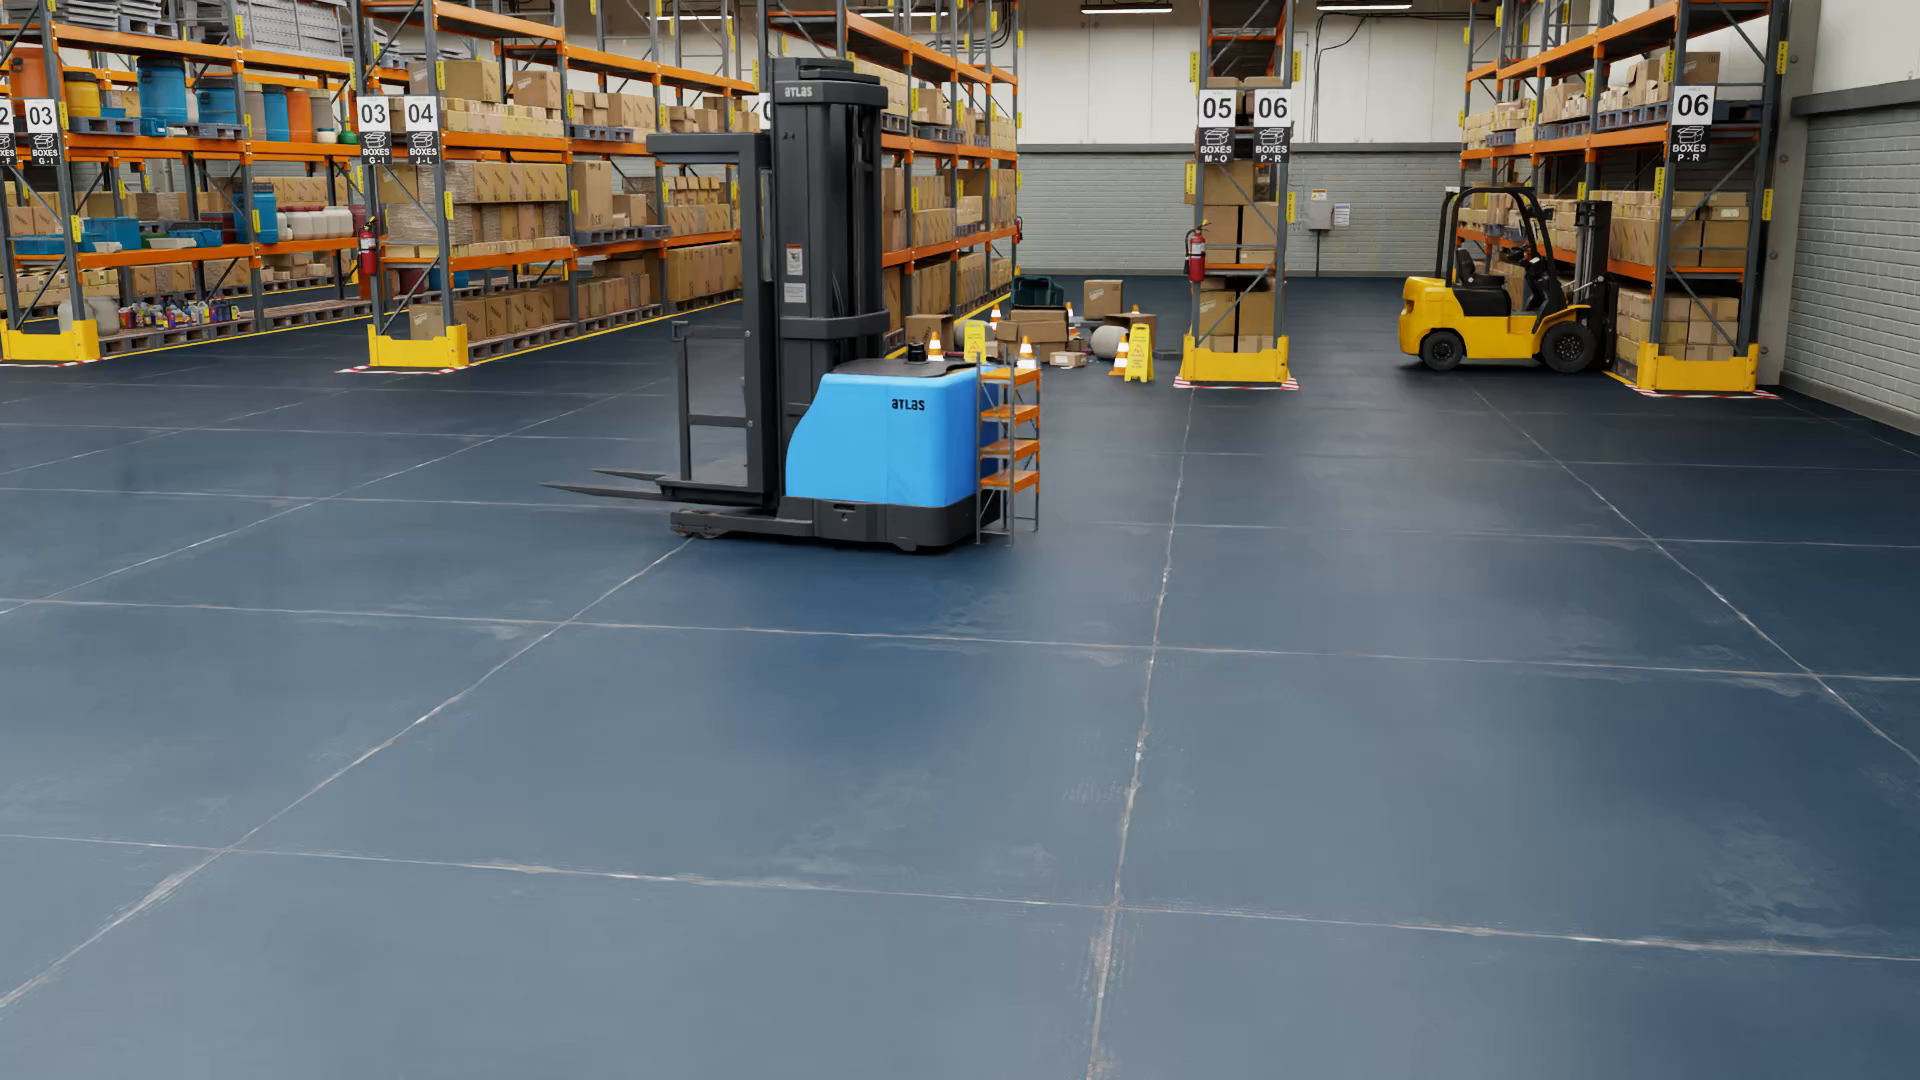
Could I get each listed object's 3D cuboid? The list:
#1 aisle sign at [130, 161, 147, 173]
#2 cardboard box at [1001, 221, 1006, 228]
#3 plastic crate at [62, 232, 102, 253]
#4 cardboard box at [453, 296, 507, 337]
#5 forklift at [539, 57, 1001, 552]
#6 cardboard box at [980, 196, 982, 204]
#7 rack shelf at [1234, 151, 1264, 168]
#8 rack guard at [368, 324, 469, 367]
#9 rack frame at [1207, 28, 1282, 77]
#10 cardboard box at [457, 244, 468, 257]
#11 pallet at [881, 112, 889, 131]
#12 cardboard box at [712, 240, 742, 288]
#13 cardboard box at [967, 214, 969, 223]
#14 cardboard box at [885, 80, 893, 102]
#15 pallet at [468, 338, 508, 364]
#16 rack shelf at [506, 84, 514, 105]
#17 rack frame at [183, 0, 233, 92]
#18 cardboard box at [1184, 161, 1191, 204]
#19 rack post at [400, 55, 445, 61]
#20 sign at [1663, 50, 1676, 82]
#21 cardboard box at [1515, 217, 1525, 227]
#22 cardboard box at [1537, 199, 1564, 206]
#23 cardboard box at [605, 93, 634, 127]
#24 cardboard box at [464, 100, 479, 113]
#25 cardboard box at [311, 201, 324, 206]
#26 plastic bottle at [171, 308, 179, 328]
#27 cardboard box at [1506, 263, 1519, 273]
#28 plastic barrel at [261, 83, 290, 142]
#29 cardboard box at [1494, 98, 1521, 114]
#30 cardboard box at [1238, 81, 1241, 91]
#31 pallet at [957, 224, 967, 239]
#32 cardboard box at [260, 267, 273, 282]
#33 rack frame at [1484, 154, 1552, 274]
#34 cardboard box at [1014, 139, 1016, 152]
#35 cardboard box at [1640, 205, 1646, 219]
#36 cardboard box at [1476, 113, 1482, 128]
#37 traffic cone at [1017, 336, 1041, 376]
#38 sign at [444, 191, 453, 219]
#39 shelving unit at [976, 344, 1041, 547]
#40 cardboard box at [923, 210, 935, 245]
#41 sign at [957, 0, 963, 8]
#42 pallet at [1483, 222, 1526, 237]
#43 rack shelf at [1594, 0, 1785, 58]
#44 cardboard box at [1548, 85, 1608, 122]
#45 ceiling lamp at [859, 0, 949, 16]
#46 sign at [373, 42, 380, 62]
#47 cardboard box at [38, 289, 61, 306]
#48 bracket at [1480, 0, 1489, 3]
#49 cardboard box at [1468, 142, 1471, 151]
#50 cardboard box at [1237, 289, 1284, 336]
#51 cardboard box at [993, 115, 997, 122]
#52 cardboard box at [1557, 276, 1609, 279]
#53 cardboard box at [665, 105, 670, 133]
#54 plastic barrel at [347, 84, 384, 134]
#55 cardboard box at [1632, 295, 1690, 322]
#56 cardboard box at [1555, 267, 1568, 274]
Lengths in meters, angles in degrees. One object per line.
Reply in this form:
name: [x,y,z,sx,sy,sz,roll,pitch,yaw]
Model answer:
aisle sign: [-18.582,-8.693,37.538,0.394,0.787,0.004,2,12,9]
cardboard box: [0.723,-6.342,33.400,0.380,0.149,0.250,1,12,6]
plastic crate: [-11.674,-3.941,22.013,0.499,0.251,0.408,2,12,9]
cardboard box: [-6.381,-2.972,22.102,0.500,0.500,0.500,3,13,14]
forklift: [-1.306,-1.538,10.671,3.031,2.935,1.130,5,13,21]
cardboard box: [0.195,-6.204,30.348,0.380,0.149,0.250,2,12,11]
rack shelf: [4.663,-6.480,28.027,1.077,0.370,4.000,2,12,9]
rack guard: [-6.655,-2.398,20.435,1.175,0.500,0.348,2,12,9]
rack frame: [3.740,-7.049,21.840,1.000,3.000,0.127,2,12,9]
cardboard box: [-6.330,-3.585,20.603,0.380,0.149,0.250,2,12,9]
pallet: [-1.493,-5.255,20.848,1.003,0.211,1.213,2,12,9]
cardboard box: [-4.641,-5.404,32.494,0.875,0.875,0.875,2,12,9]
cardboard box: [-0.040,-5.587,28.898,0.380,0.149,0.250,1,12,7]
cardboard box: [-1.145,-5.728,21.247,0.500,0.250,0.500,2,12,8]
pallet: [-6.496,-2.425,21.245,1.003,0.211,1.213,2,12,9]
rack shelf: [-9.408,-9.065,33.852,1.077,0.370,4.000,2,12,9]
rack frame: [-14.609,-9.357,32.550,1.000,3.000,0.127,2,12,9]
cardboard box: [3.050,-4.294,19.983,0.700,0.500,0.500,2,12,8]
rack post: [-9.901,-8.526,29.880,0.937,0.300,0.954,3,13,15]
sign: [7.496,-5.004,17.560,0.100,0.325,0.005,2,12,9]
cardboard box: [8.982,-5.020,26.267,0.380,0.149,0.250,2,12,10]
cardboard box: [8.881,-5.042,24.992,0.380,0.149,0.250,2,12,10]
cardboard box: [-5.422,-6.712,25.975,0.500,0.500,0.500,2,12,10]
cardboard box: [-6.231,-5.404,20.738,0.380,0.149,0.250,2,12,11]
cardboard box: [-13.953,-6.992,35.579,0.500,0.500,0.500,2,12,9]
plastic bottle: [-10.922,-3.085,23.119,0.097,0.271,0.097,0,12,0]
cardboard box: [9.419,-4.582,28.030,0.380,0.149,0.250,2,12,11]
plastic barrel: [-10.881,-6.694,26.125,0.600,0.901,0.708,2,12,9]
cardboard box: [9.484,-7.515,28.799,0.396,0.266,0.258,2,12,8]
cardboard box: [3.074,-5.254,19.336,0.380,0.149,0.250,2,12,9]
pallet: [-0.547,-5.146,27.707,1.213,0.211,1.003,2,12,9]
cardboard box: [-14.331,-5.405,33.792,0.500,0.311,0.500,2,12,9]
rack frame: [9.876,-5.621,29.457,1.000,3.000,0.127,2,12,9]
cardboard box: [0.871,-8.043,33.930,0.500,0.250,0.500,2,12,7]
cardboard box: [7.966,-3.728,18.894,0.380,0.149,0.250,2,12,8]
cardboard box: [9.946,-7.836,31.076,0.500,0.250,0.500,2,12,10]
traffic cone: [0.767,-2.140,19.323,0.336,0.463,0.334,2,12,9]
sign: [-6.131,-4.010,19.925,0.100,0.325,0.005,2,12,9]
shelving unit: [0.305,-0.599,10.424,0.258,1.200,0.503,5,13,21]
cardboard box: [-0.663,-4.614,24.546,0.500,0.500,0.500,2,12,8]
sign: [-0.002,-8.537,26.155,0.100,0.325,0.005,2,12,9]
pallet: [9.645,-5.365,28.721,1.003,0.211,1.213,2,12,9]
rack shelf: [8.338,-5.925,19.283,1.077,0.370,4.000,2,12,9]
cardboard box: [8.930,-6.307,24.046,0.700,0.500,0.500,2,12,8]
ceiling lamp: [-1.288,-13.198,36.517,2.000,3.185,0.800,2,12,9]
sign: [-9.786,-8.189,27.896,0.100,0.325,0.005,2,12,9]
cardboard box: [-15.297,-4.016,27.538,0.500,0.250,0.500,2,12,10]
bracket: [11.874,-12.269,37.521,0.235,0.232,0.430,2,12,9]
cardboard box: [10.001,-7.582,32.030,0.380,0.149,0.250,2,12,10]
cardboard box: [3.525,-2.675,19.535,0.500,0.500,0.500,1,12,7]
cardboard box: [0.490,-7.968,31.449,0.380,0.149,0.250,2,12,7]
cardboard box: [9.058,-3.567,24.566,0.875,0.625,0.625,2,12,11]
cardboard box: [-5.368,-7.302,28.902,0.500,0.500,0.500,3,12,12]
plastic barrel: [-10.241,-7.430,28.713,0.600,0.830,0.708,2,12,9]
cardboard box: [7.793,-2.579,18.497,0.500,0.250,0.500,2,12,11]
cardboard box: [9.675,-4.296,26.705,0.380,0.149,0.250,2,12,9]
